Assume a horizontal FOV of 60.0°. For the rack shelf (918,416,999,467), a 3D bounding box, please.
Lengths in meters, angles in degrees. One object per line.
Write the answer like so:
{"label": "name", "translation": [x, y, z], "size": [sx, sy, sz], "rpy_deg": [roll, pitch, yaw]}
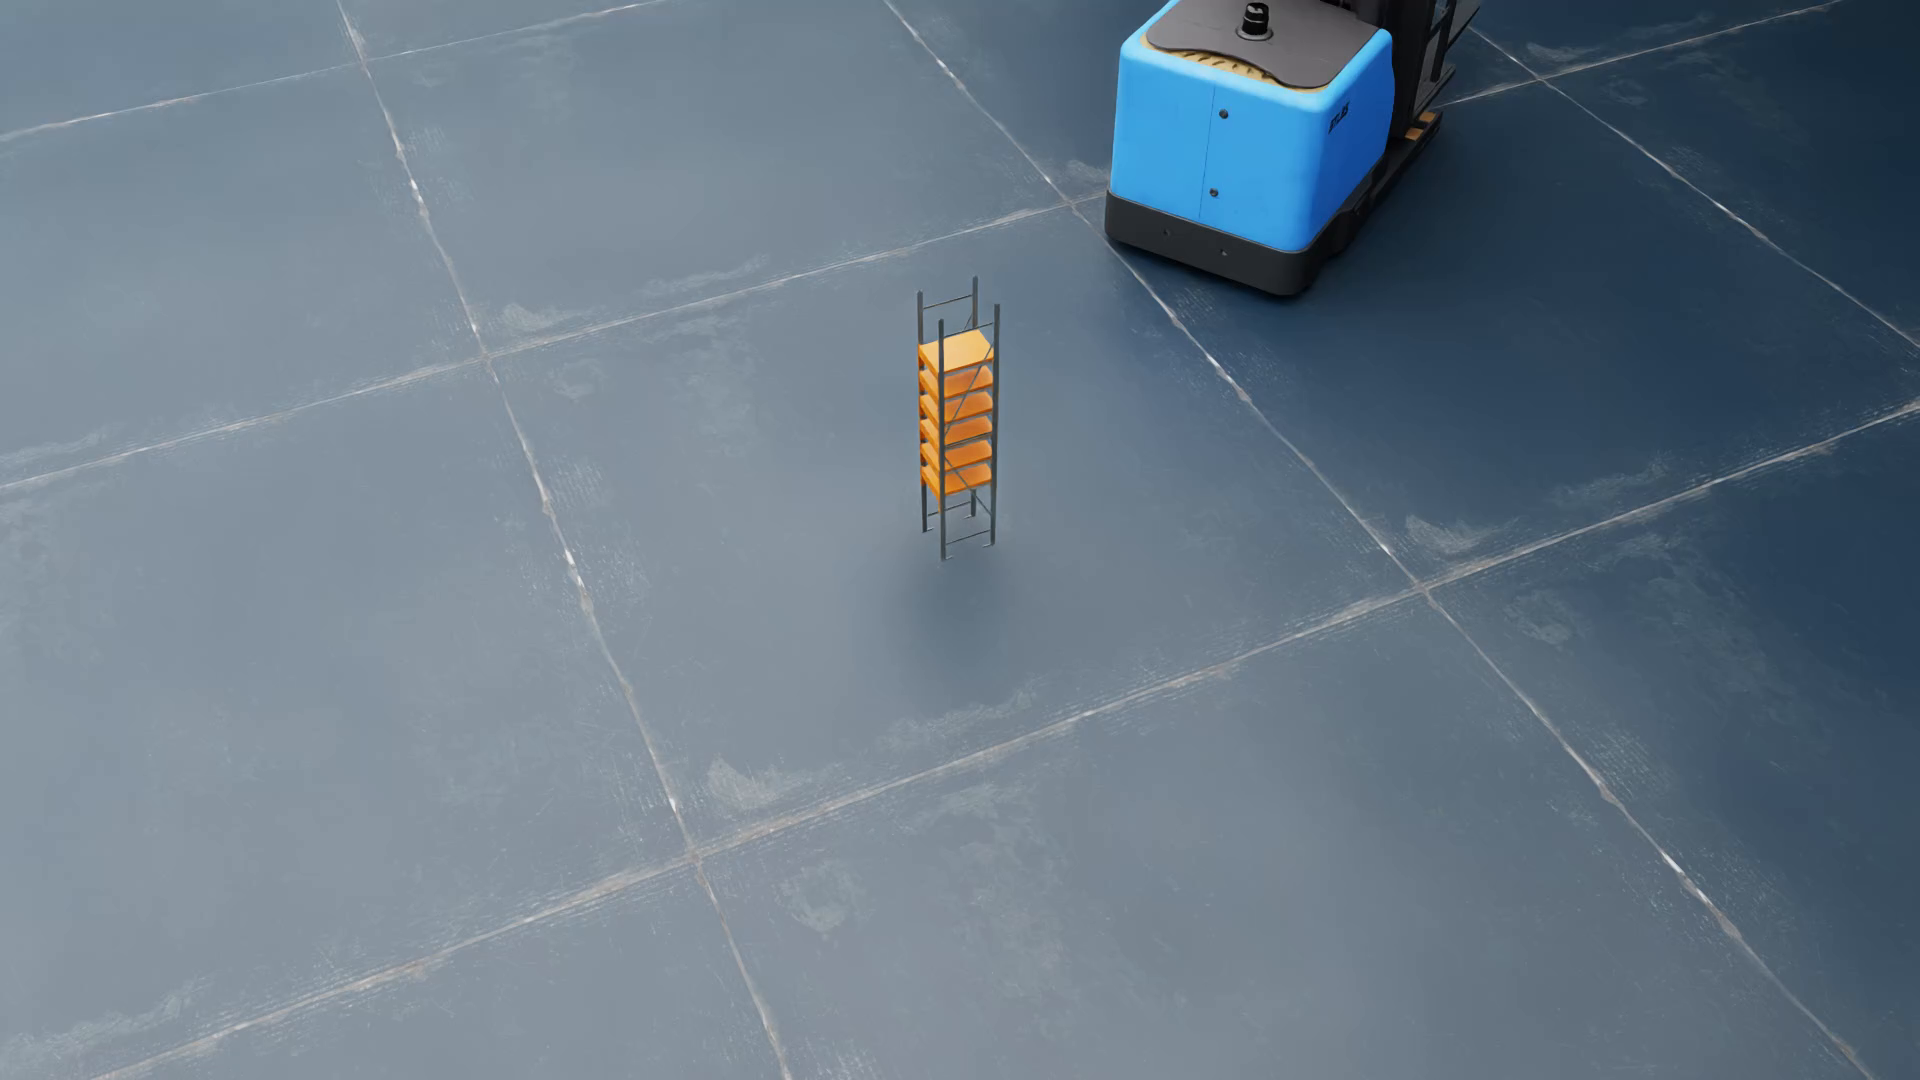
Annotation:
{"label": "rack shelf", "translation": [-0.006, -0.405, 6.369], "size": [0.258, 0.103, 0.180], "rpy_deg": [-18, 47, -17]}

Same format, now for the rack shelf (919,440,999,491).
{"label": "rack shelf", "translation": [-0.006, -0.319, 6.453], "size": [0.258, 0.103, 0.180], "rpy_deg": [-18, 47, -17]}

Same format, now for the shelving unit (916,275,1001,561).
{"label": "shelving unit", "translation": [-0.006, -0.436, 6.338], "size": [0.258, 1.200, 0.189], "rpy_deg": [-18, 47, -17]}

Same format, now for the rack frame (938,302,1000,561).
{"label": "rack frame", "translation": [0.032, -0.378, 6.279], "size": [0.240, 1.200, 0.006], "rpy_deg": [-18, 47, -17]}

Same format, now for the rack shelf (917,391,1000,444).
{"label": "rack shelf", "translation": [-0.006, -0.490, 6.285], "size": [0.258, 0.103, 0.180], "rpy_deg": [-18, 47, -17]}

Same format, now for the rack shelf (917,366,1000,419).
{"label": "rack shelf", "translation": [-0.006, -0.576, 6.201], "size": [0.258, 0.103, 0.180], "rpy_deg": [-18, 47, -17]}

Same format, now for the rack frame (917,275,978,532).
{"label": "rack frame", "translation": [-0.045, -0.495, 6.397], "size": [0.240, 1.200, 0.006], "rpy_deg": [-18, 47, -17]}

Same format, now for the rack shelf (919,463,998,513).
{"label": "rack shelf", "translation": [-0.006, -0.234, 6.538], "size": [0.258, 0.103, 0.180], "rpy_deg": [-18, 47, -17]}

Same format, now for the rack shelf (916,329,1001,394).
{"label": "rack shelf", "translation": [-0.006, -0.661, 6.116], "size": [0.258, 0.103, 0.180], "rpy_deg": [-18, 47, -17]}

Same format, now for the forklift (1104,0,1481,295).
{"label": "forklift", "translation": [1.915, -3.210, 7.916], "size": [1.130, 2.935, 3.031], "rpy_deg": [24, 49, 22]}
